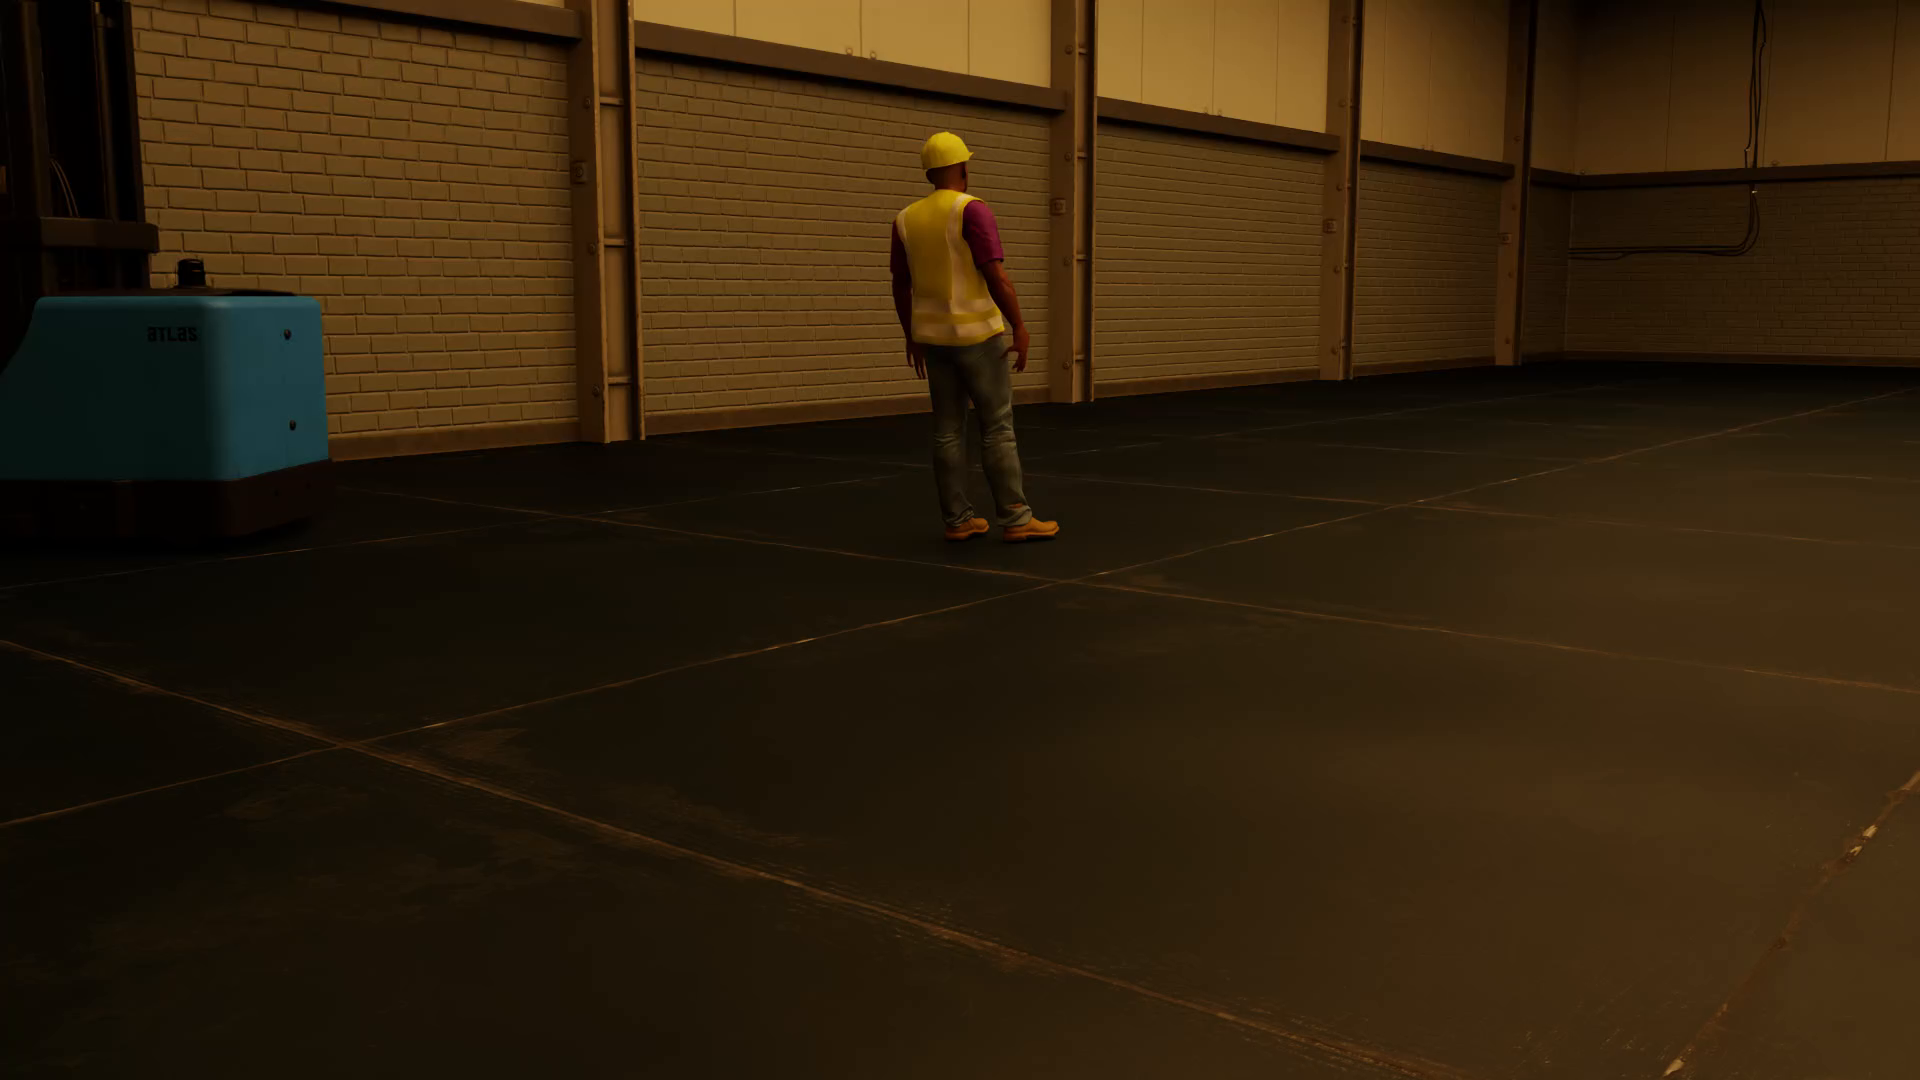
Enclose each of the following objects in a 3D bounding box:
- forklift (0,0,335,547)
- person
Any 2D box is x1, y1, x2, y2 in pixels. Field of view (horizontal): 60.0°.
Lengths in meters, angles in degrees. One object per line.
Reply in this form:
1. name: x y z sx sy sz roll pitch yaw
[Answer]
1. forklift: -4.512 -1.475 7.364 3.031 2.935 1.130 0 8 3
2. person: 0.048 -0.888 7.327 0.666 1.768 0.575 7 11 38
